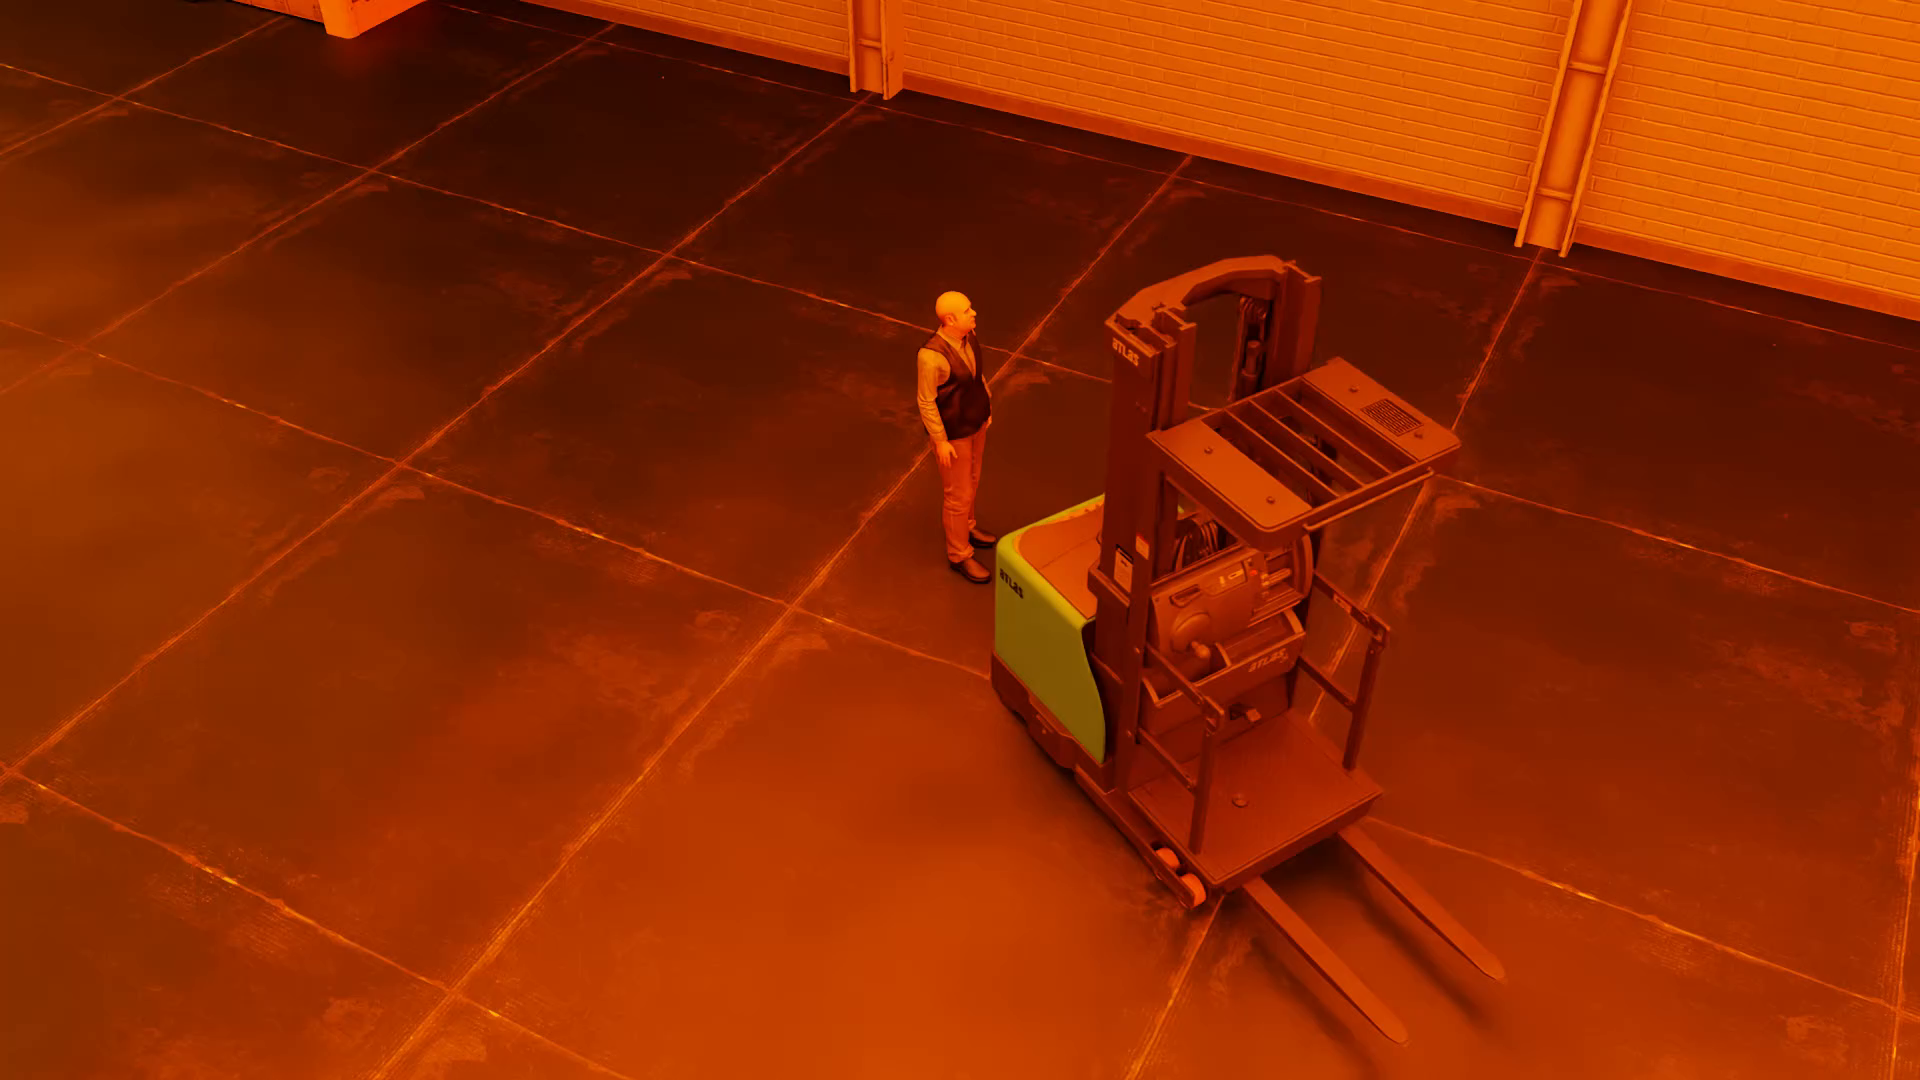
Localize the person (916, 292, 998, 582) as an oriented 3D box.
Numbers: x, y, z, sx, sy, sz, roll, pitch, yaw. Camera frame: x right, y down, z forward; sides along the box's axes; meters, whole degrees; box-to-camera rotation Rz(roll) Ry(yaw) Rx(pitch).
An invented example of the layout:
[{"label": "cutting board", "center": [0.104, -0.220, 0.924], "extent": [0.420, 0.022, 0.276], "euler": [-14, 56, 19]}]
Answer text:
[{"label": "person", "center": [0.051, -0.641, 9.675], "extent": [0.568, 1.720, 0.632], "euler": [18, 43, 21]}]

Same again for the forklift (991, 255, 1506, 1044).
[{"label": "forklift", "center": [1.390, 0.323, 7.603], "extent": [1.130, 2.935, 3.031], "euler": [-22, 45, -24]}]
